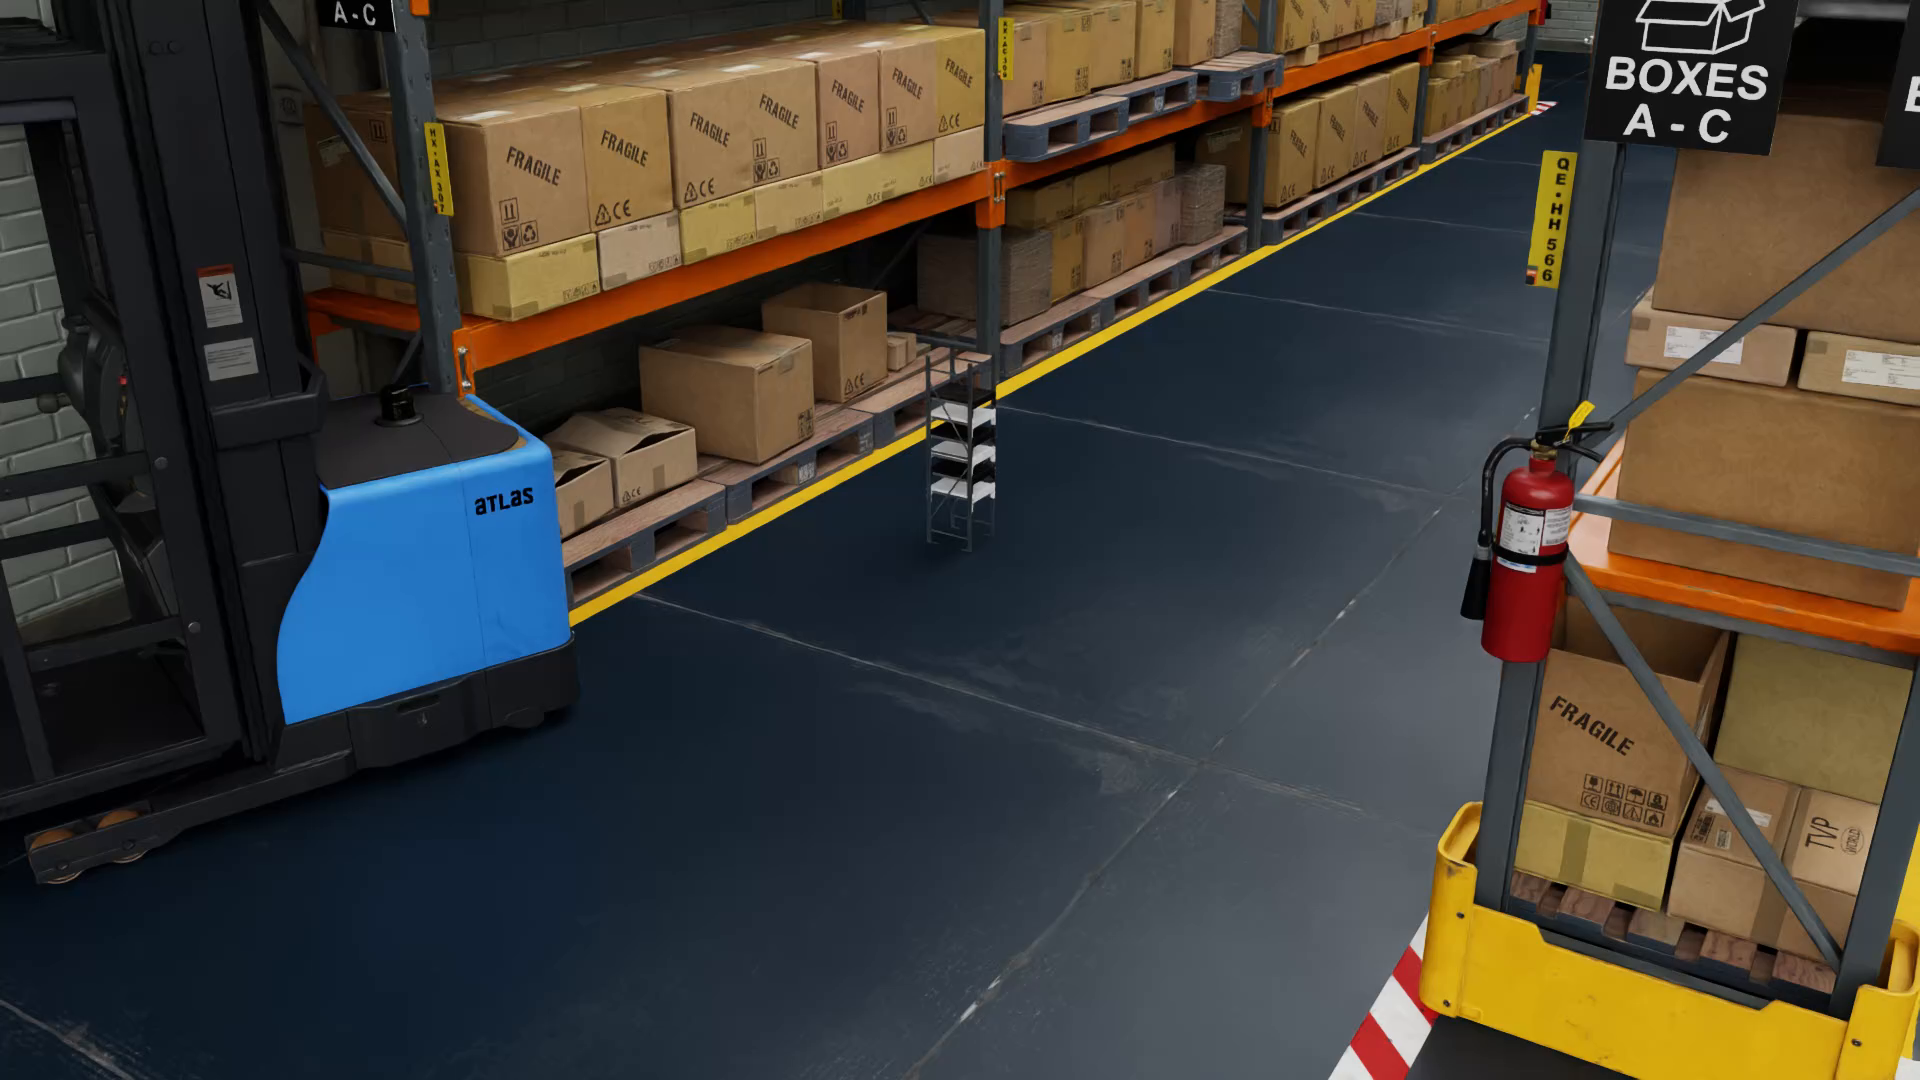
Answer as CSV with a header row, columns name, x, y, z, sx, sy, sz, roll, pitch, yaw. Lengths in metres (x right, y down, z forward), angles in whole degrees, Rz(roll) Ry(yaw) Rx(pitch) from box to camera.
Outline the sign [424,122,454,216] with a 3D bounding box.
name,x,y,z,sx,sy,sz,roll,pitch,yaw
sign,-1.867,-1.328,5.952,0.100,0.325,0.005,14,27,29

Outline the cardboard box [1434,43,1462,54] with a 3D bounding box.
name,x,y,z,sx,sy,sz,roll,pitch,yaw
cardboard box,5.191,-5.273,17.956,0.380,0.149,0.250,14,27,30

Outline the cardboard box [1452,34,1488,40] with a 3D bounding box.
name,x,y,z,sx,sy,sz,roll,pitch,yaw
cardboard box,5.723,-5.614,18.745,0.380,0.149,0.250,14,27,29

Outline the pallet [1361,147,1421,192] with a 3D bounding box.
name,x,y,z,sx,sy,sz,roll,pitch,yaw
pallet,3.658,-3.538,15.658,1.003,0.211,1.213,14,27,29

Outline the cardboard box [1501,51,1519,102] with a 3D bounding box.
name,x,y,z,sx,sy,sz,roll,pitch,yaw
cardboard box,5.827,-5.233,18.679,0.700,0.500,0.500,14,27,29

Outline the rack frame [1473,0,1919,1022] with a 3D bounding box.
name,x,y,z,sx,sy,sz,roll,pitch,yaw
rack frame,1.882,-0.007,3.991,1.000,3.000,0.127,14,27,29

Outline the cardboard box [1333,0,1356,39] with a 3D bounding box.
name,x,y,z,sx,sy,sz,roll,pitch,yaw
cardboard box,2.912,-4.388,13.585,0.500,0.500,0.500,14,27,29

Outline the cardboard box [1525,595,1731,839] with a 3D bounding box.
name,x,y,z,sx,sy,sz,roll,pitch,yaw
cardboard box,1.912,0.474,4.867,0.500,0.500,0.500,14,27,29

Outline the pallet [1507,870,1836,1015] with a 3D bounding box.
name,x,y,z,sx,sy,sz,roll,pitch,yaw
pallet,2.250,1.005,5.161,1.003,0.211,1.213,14,27,29

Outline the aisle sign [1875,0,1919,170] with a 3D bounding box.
name,x,y,z,sx,sy,sz,roll,pitch,yaw
aisle sign,2.107,-1.114,3.275,0.394,0.787,0.004,14,27,29

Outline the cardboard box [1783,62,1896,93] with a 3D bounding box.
name,x,y,z,sx,sy,sz,roll,pitch,yaw
cardboard box,2.440,-1.000,4.525,0.700,0.500,0.500,13,27,28

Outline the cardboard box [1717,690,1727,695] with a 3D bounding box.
name,x,y,z,sx,sy,sz,roll,pitch,yaw
cardboard box,2.430,0.479,5.801,0.500,0.250,0.500,14,27,29

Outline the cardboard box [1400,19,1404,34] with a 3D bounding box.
name,x,y,z,sx,sy,sz,roll,pitch,yaw
cardboard box,3.776,-4.647,14.999,0.380,0.149,0.250,15,27,31

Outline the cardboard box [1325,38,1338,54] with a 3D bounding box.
name,x,y,z,sx,sy,sz,roll,pitch,yaw
cardboard box,2.917,-4.141,13.830,0.380,0.149,0.250,14,27,30

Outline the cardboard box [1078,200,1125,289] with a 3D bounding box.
name,x,y,z,sx,sy,sz,roll,pitch,yaw
cardboard box,0.689,-2.049,11.301,0.700,0.500,0.500,14,27,30

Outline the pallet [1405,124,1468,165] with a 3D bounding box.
name,x,y,z,sx,sy,sz,roll,pitch,yaw
pallet,4.469,-4.055,16.851,1.003,0.211,1.213,14,27,29

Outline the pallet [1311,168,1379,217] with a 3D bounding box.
name,x,y,z,sx,sy,sz,roll,pitch,yaw
pallet,3.016,-3.125,14.703,1.003,0.211,1.213,14,27,29

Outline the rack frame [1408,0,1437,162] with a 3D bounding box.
name,x,y,z,sx,sy,sz,roll,pitch,yaw
rack frame,4.001,-5.094,15.742,1.000,3.000,0.127,14,27,29

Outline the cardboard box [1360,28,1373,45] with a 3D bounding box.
name,x,y,z,sx,sy,sz,roll,pitch,yaw
cardboard box,3.356,-4.395,14.418,0.380,0.149,0.250,13,27,28

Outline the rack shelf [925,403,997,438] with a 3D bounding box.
name,x,y,z,sx,sy,sz,roll,pitch,yaw
rack shelf,0.004,-0.550,7.519,0.258,0.077,0.200,14,27,29

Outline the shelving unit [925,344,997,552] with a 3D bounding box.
name,x,y,z,sx,sy,sz,roll,pitch,yaw
shelving unit,0.004,-0.416,7.578,0.258,0.900,0.210,14,27,29

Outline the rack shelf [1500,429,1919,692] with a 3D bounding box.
name,x,y,z,sx,sy,sz,roll,pitch,yaw
rack shelf,2.937,-0.352,5.693,1.077,0.370,4.000,14,27,29

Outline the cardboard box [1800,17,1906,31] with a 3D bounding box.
name,x,y,z,sx,sy,sz,roll,pitch,yaw
cardboard box,3.233,-1.508,5.698,0.700,0.500,0.500,14,27,29

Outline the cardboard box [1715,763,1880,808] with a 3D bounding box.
name,x,y,z,sx,sy,sz,roll,pitch,yaw
cardboard box,2.614,0.758,5.156,0.500,0.250,0.500,14,27,29

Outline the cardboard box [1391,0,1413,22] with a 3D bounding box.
name,x,y,z,sx,sy,sz,roll,pitch,yaw
cardboard box,3.711,-4.903,14.774,0.500,0.500,0.500,14,27,29

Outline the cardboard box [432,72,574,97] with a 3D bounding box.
name,x,y,z,sx,sy,sz,roll,pitch,yaw
cardboard box,-1.987,-1.700,7.121,0.500,0.500,0.500,14,27,30

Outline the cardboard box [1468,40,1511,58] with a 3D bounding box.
name,x,y,z,sx,sy,sz,roll,pitch,yaw
cardboard box,5.780,-5.362,18.163,0.380,0.149,0.250,15,27,30

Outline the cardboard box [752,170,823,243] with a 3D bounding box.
name,x,y,z,sx,sy,sz,roll,pitch,yaw
cardboard box,-0.997,-1.602,7.838,0.500,0.250,0.500,14,27,29

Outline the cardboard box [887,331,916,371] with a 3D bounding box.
name,x,y,z,sx,sy,sz,roll,pitch,yaw
cardboard box,-0.475,-1.109,9.549,0.380,0.166,0.250,10,25,22

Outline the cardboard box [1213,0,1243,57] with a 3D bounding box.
name,x,y,z,sx,sy,sz,roll,pitch,yaw
cardboard box,1.652,-3.831,12.145,0.700,0.500,0.500,11,26,23

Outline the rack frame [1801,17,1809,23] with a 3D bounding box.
name,x,y,z,sx,sy,sz,roll,pitch,yaw
rack frame,3.992,-1.357,7.110,1.000,3.000,0.127,14,27,29

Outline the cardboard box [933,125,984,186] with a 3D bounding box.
name,x,y,z,sx,sy,sz,roll,pitch,yaw
cardboard box,-0.211,-2.111,9.014,0.500,0.250,0.500,14,27,29

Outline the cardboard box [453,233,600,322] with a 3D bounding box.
name,x,y,z,sx,sy,sz,roll,pitch,yaw
cardboard box,-1.801,-1.083,6.639,0.500,0.250,0.500,13,27,27

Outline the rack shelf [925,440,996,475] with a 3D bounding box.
name,x,y,z,sx,sy,sz,roll,pitch,yaw
rack shelf,0.004,-0.385,7.591,0.258,0.077,0.200,14,27,29

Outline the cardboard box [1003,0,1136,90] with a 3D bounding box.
name,x,y,z,sx,sy,sz,roll,pitch,yaw
cardboard box,0.701,-3.222,10.738,0.700,0.500,0.500,18,29,36

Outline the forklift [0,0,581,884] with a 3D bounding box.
name,x,y,z,sx,sy,sz,roll,pitch,yaw
forklift,-2.912,-0.500,5.215,3.031,2.935,1.130,-16,28,-33

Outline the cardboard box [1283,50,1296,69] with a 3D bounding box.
name,x,y,z,sx,sy,sz,roll,pitch,yaw
cardboard box,2.402,-3.784,13.006,0.380,0.149,0.250,14,27,30

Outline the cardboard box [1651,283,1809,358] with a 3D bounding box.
name,x,y,z,sx,sy,sz,roll,pitch,yaw
cardboard box,2.058,-0.608,4.437,0.380,0.149,0.250,15,27,30

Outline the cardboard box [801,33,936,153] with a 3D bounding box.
name,x,y,z,sx,sy,sz,roll,pitch,yaw
cardboard box,-0.464,-2.285,8.471,0.500,0.500,0.500,14,27,29

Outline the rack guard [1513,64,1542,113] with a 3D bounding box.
name,x,y,z,sx,sy,sz,roll,pitch,yaw
rack guard,6.124,-5.305,19.376,1.175,0.500,0.348,14,27,29

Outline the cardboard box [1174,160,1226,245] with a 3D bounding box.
name,x,y,z,sx,sy,sz,roll,pitch,yaw
cardboard box,1.556,-2.545,12.446,0.700,0.500,0.500,14,27,30

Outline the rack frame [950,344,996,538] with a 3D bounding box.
name,x,y,z,sx,sy,sz,roll,pitch,yaw
rack frame,0.058,-0.450,7.657,0.240,0.900,0.006,14,27,29

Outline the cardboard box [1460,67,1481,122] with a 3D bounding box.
name,x,y,z,sx,sy,sz,roll,pitch,yaw
cardboard box,5.023,-4.712,17.478,0.700,0.500,0.500,15,27,30

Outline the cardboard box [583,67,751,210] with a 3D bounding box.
name,x,y,z,sx,sy,sz,roll,pitch,yaw
cardboard box,-1.274,-1.764,7.270,0.500,0.500,0.500,13,27,27

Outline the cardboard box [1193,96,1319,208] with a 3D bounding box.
name,x,y,z,sx,sy,sz,roll,pitch,yaw
cardboard box,2.391,-3.171,13.477,0.750,0.750,0.750,13,27,28

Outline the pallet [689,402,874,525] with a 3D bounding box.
name,x,y,z,sx,sy,sz,roll,pitch,yaw
pallet,-1.186,-0.467,8.563,1.003,0.211,1.213,14,27,29

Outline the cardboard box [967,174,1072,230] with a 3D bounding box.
name,x,y,z,sx,sy,sz,roll,pitch,yaw
cardboard box,0.385,-2.194,10.692,0.500,0.250,0.500,13,27,28

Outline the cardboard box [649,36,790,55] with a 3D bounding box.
name,x,y,z,sx,sy,sz,roll,pitch,yaw
cardboard box,-1.188,-2.223,8.329,0.500,0.500,0.500,15,27,30

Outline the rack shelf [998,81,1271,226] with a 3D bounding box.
name,x,y,z,sx,sy,sz,roll,pitch,yaw
rack shelf,0.836,-2.739,11.207,1.077,0.370,4.000,14,27,29

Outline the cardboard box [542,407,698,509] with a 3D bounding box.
name,x,y,z,sx,sy,sz,roll,pitch,yaw
cardboard box,-1.586,-0.419,7.773,0.500,0.311,0.500,16,28,33

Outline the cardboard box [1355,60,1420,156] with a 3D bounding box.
name,x,y,z,sx,sy,sz,roll,pitch,yaw
cardboard box,3.769,-4.054,15.516,0.750,0.750,0.750,14,27,30

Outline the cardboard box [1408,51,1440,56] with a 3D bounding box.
name,x,y,z,sx,sy,sz,roll,pitch,yaw
cardboard box,4.786,-5.013,17.357,0.380,0.149,0.250,14,27,29

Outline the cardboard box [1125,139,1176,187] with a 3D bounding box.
name,x,y,z,sx,sy,sz,roll,pitch,yaw
cardboard box,1.202,-2.710,11.883,0.500,0.250,0.500,14,27,30

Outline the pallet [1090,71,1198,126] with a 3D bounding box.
name,x,y,z,sx,sy,sz,roll,pitch,yaw
pallet,0.882,-2.979,11.098,1.003,0.211,1.213,14,27,29

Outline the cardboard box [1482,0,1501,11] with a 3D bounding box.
name,x,y,z,sx,sy,sz,roll,pitch,yaw
cardboard box,5.067,-5.904,17.236,0.980,0.700,0.700,12,26,26
